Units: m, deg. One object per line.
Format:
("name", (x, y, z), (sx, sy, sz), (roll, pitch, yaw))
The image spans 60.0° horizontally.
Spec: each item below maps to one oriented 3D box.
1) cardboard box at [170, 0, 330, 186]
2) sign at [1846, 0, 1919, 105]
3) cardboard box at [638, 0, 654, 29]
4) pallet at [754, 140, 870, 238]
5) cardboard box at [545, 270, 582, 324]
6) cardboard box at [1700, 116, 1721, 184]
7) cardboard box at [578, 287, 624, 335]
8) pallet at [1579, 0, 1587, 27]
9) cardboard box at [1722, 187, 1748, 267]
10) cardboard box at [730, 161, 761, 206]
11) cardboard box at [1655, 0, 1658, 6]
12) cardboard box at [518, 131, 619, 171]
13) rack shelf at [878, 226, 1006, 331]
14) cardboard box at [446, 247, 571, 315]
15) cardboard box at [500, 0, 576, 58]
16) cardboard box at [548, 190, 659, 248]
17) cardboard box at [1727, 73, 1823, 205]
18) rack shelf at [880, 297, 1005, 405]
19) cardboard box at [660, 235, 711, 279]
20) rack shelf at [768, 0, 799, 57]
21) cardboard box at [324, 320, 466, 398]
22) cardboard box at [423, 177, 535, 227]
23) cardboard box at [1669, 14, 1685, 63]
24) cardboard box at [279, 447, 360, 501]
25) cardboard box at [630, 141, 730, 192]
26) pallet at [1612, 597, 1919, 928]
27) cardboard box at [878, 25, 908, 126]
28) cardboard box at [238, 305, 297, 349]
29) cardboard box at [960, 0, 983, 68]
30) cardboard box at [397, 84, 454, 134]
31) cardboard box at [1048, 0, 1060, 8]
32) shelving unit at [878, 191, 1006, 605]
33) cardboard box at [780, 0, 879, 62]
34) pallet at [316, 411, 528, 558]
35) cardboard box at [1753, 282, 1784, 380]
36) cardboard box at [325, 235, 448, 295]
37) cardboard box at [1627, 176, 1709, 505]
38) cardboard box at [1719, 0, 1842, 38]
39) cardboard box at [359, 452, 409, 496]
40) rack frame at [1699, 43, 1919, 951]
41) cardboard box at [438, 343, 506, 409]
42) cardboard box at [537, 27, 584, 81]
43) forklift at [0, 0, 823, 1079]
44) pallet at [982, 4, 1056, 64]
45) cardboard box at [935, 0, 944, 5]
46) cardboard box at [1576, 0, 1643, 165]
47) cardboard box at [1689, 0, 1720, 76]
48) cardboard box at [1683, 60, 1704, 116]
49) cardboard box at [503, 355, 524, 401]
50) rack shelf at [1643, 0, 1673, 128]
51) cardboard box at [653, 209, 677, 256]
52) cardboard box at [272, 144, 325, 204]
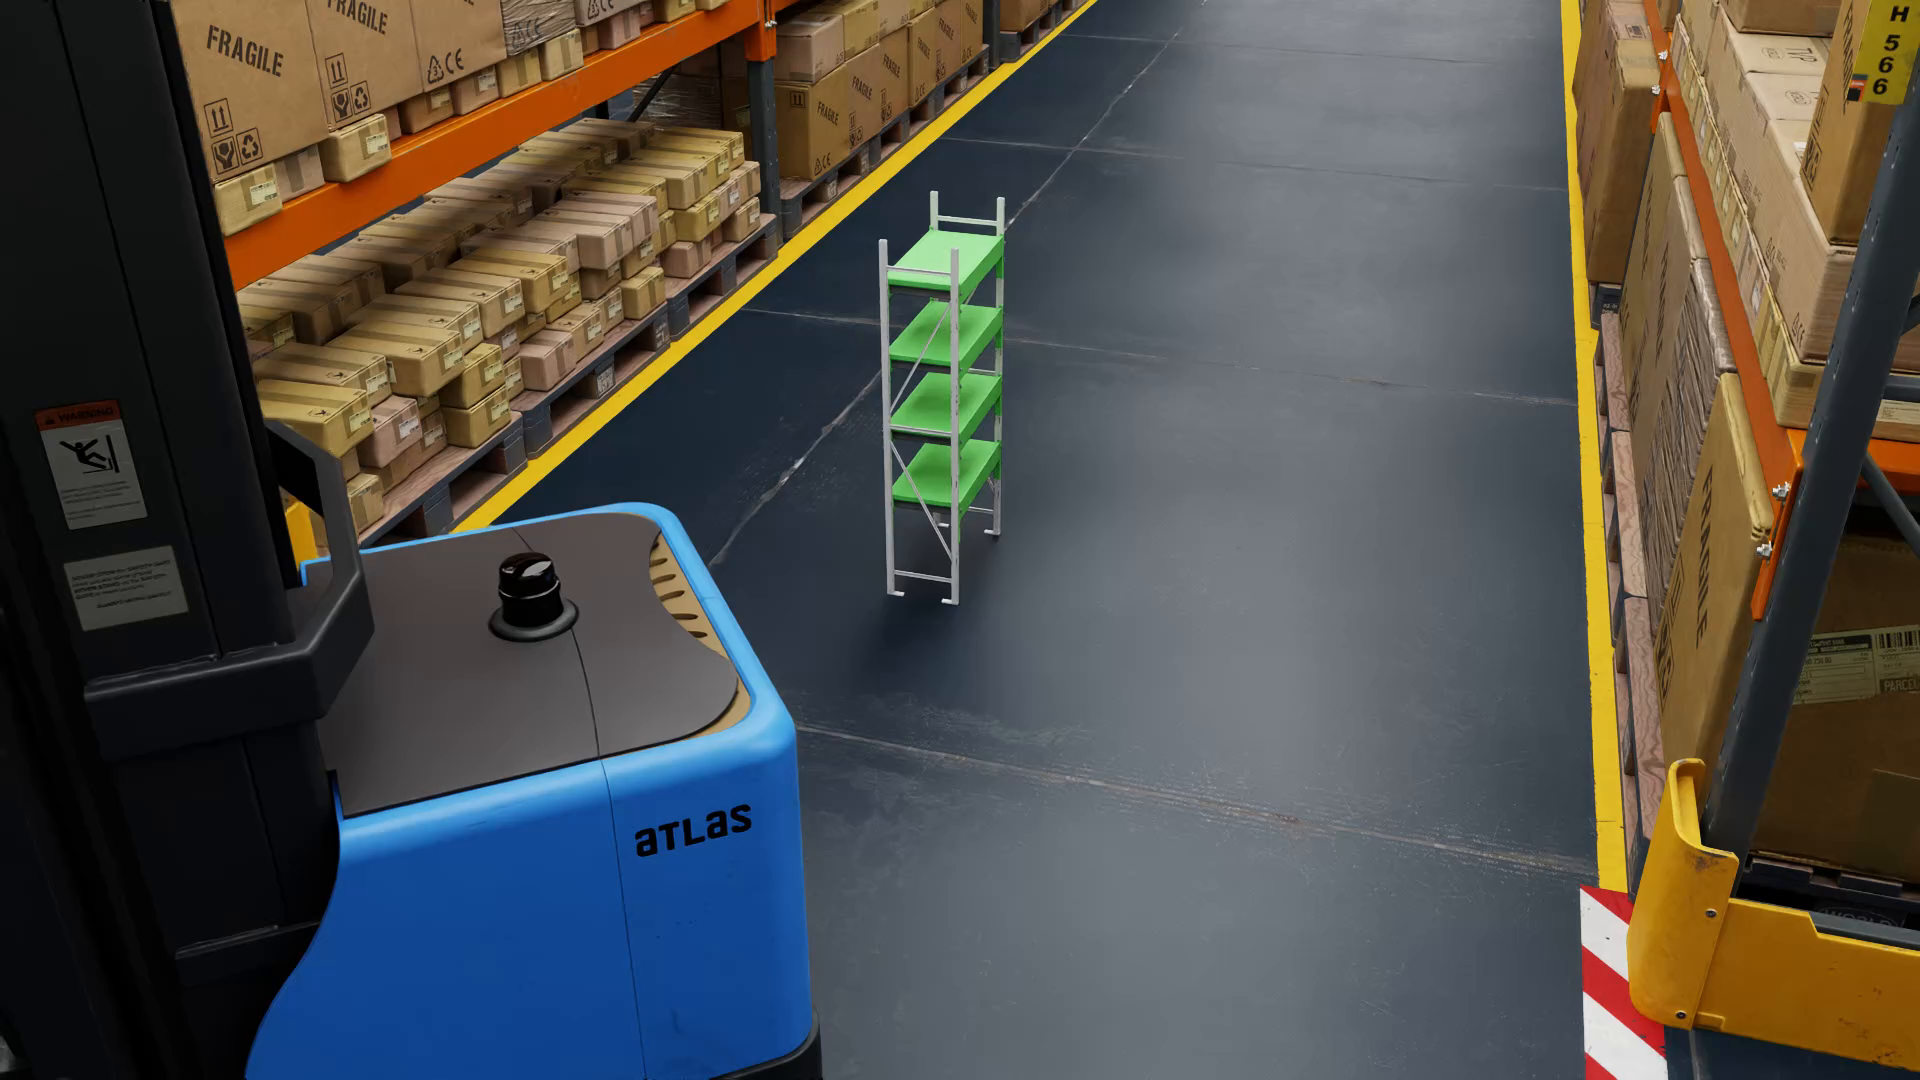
("cardboard box", (-2.168, -1.326, 4.639), (0.500, 0.500, 0.500), (10, 31, 17))
("sign", (1.633, -0.921, 2.886), (0.100, 0.325, 0.005), (8, 30, 15))
("cardboard box", (-1.498, -2.205, 6.886), (0.380, 0.149, 0.250), (8, 30, 13))
("pallet", (-1.163, -1.985, 9.101), (1.003, 0.211, 1.213), (8, 30, 15))
("cardboard box", (-1.748, -1.000, 6.656), (0.380, 0.149, 0.250), (10, 31, 17))
("cardboard box", (2.461, -1.163, 5.013), (0.380, 0.149, 0.250), (8, 30, 13))
("cardboard box", (-1.624, -0.956, 6.883), (0.380, 0.149, 0.250), (9, 30, 16))
("pallet", (5.443, -4.224, 13.126), (1.003, 0.211, 1.213), (8, 30, 15))
("cardboard box", (2.236, -0.806, 4.371), (0.380, 0.149, 0.250), (8, 30, 14))
("cardboard box", (-1.178, -1.718, 7.947), (0.380, 0.149, 0.250), (9, 30, 16))
("cardboard box", (3.350, -2.616, 7.264), (0.500, 0.500, 0.500), (9, 30, 16))
("cardboard box", (-1.826, -1.789, 7.769), (0.380, 0.149, 0.250), (10, 31, 17))
("rack shelf", (-0.049, -0.811, 5.118), (0.258, 0.148, 0.480), (8, 30, 15))
("cardboard box", (-1.718, -0.990, 6.332), (0.380, 0.149, 0.250), (9, 30, 16))
("cardboard box", (-1.736, -2.042, 5.926), (0.500, 0.500, 0.500), (8, 30, 14))
("cardboard box", (-1.491, -1.347, 6.975), (0.380, 0.149, 0.250), (7, 30, 12))
("cardboard box", (2.335, -1.028, 4.360), (0.500, 0.250, 0.500), (7, 30, 13))
("rack shelf", (-0.049, -0.601, 5.234), (0.258, 0.148, 0.480), (8, 30, 15))
("cardboard box", (-1.351, -1.308, 7.516), (0.380, 0.149, 0.250), (7, 30, 13))
("rack shelf", (-0.803, -3.457, 9.618), (1.077, 0.370, 4.000), (8, 30, 15))
("cardboard box", (-1.923, -0.620, 5.667), (0.380, 0.149, 0.250), (8, 30, 15))
("cardboard box", (-2.061, -1.434, 7.130), (0.380, 0.149, 0.250), (9, 30, 16))
("cardboard box", (2.917, -1.887, 6.315), (0.380, 0.149, 0.250), (9, 30, 15))
("cardboard box", (-2.165, -0.257, 5.322), (0.380, 0.149, 0.250), (10, 31, 17))
("cardboard box", (-1.282, -1.712, 7.631), (0.380, 0.149, 0.250), (9, 30, 15))
("pallet", (2.308, 0.608, 4.440), (1.003, 0.211, 1.213), (8, 30, 15))
("cardboard box", (-0.625, -2.730, 9.711), (0.500, 0.500, 0.500), (9, 30, 16))
("cardboard box", (-2.567, -0.710, 5.829), (0.380, 0.149, 0.250), (8, 30, 14))
("cardboard box", (-0.159, -3.449, 11.003), (0.500, 0.500, 0.500), (8, 30, 15))
("cardboard box", (-1.942, -1.481, 5.585), (0.380, 0.149, 0.250), (8, 30, 14))
("cardboard box", (0.303, -4.578, 12.776), (1.050, 0.750, 0.750), (9, 30, 16))
("shelving unit", (-0.049, -0.447, 5.320), (0.258, 1.200, 0.503), (8, 30, 15))
("cardboard box", (-0.766, -2.814, 9.091), (0.500, 0.250, 0.500), (9, 30, 16))
("pallet", (-2.269, -0.172, 5.842), (1.003, 0.211, 1.213), (8, 30, 15))
("cardboard box", (2.013, -0.452, 3.735), (0.380, 0.149, 0.250), (9, 30, 15))
("cardboard box", (-2.222, -1.060, 6.459), (0.380, 0.149, 0.250), (7, 30, 13))
("cardboard box", (2.788, -0.628, 5.548), (0.875, 0.875, 0.875), (8, 30, 15))
("cardboard box", (2.637, -1.823, 5.018), (0.500, 0.500, 0.500), (8, 30, 13))
("cardboard box", (-2.105, -0.252, 5.617), (0.380, 0.149, 0.250), (8, 30, 15))
("rack frame", (2.148, -0.228, 3.074), (1.000, 3.000, 0.127), (8, 30, 15))
("cardboard box", (-1.864, -0.607, 5.950), (0.380, 0.149, 0.250), (9, 30, 16))
("cardboard box", (-1.640, -1.829, 6.211), (0.380, 0.149, 0.250), (9, 30, 16))
("forklift", (-1.850, 0.047, 2.651), (3.031, 2.935, 1.130), (-12, 31, -20))
("pallet", (0.088, -3.838, 12.431), (1.003, 0.211, 1.213), (8, 30, 15))
("cardboard box", (-0.303, -3.528, 10.374), (0.500, 0.250, 0.500), (9, 30, 16))
("cardboard box", (4.005, -2.470, 8.858), (1.225, 0.875, 0.875), (9, 30, 15))
("cardboard box", (2.783, -1.740, 5.641), (0.500, 0.250, 0.500), (8, 30, 15))
("cardboard box", (2.688, -1.520, 5.655), (0.380, 0.149, 0.250), (8, 30, 13))
("cardboard box", (-1.875, -0.603, 6.249), (0.380, 0.149, 0.250), (9, 30, 15))
("rack shelf", (3.909, -2.702, 8.262), (1.077, 0.370, 4.000), (8, 30, 15))
("cardboard box", (-1.475, -1.361, 7.305), (0.380, 0.149, 0.250), (9, 30, 15))
("cardboard box", (-2.120, -1.101, 4.902), (0.380, 0.149, 0.250), (10, 30, 17))
